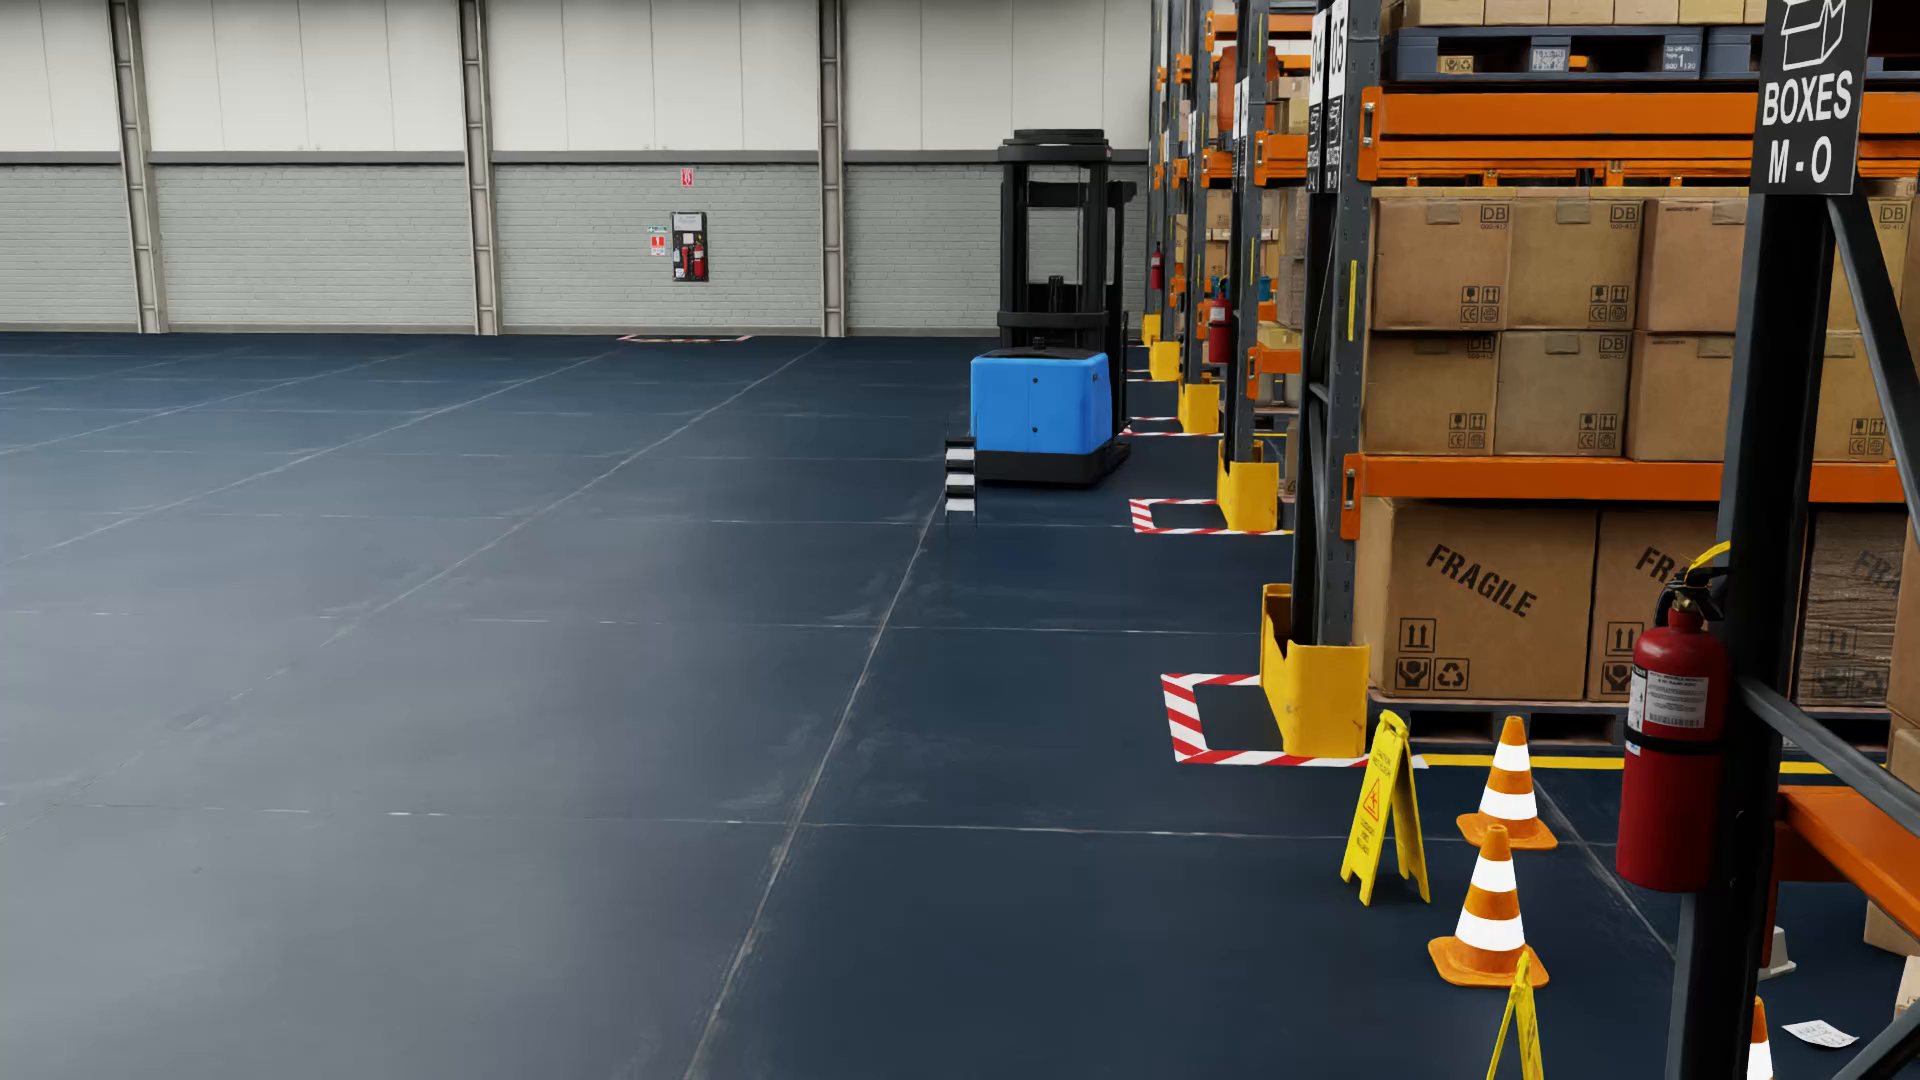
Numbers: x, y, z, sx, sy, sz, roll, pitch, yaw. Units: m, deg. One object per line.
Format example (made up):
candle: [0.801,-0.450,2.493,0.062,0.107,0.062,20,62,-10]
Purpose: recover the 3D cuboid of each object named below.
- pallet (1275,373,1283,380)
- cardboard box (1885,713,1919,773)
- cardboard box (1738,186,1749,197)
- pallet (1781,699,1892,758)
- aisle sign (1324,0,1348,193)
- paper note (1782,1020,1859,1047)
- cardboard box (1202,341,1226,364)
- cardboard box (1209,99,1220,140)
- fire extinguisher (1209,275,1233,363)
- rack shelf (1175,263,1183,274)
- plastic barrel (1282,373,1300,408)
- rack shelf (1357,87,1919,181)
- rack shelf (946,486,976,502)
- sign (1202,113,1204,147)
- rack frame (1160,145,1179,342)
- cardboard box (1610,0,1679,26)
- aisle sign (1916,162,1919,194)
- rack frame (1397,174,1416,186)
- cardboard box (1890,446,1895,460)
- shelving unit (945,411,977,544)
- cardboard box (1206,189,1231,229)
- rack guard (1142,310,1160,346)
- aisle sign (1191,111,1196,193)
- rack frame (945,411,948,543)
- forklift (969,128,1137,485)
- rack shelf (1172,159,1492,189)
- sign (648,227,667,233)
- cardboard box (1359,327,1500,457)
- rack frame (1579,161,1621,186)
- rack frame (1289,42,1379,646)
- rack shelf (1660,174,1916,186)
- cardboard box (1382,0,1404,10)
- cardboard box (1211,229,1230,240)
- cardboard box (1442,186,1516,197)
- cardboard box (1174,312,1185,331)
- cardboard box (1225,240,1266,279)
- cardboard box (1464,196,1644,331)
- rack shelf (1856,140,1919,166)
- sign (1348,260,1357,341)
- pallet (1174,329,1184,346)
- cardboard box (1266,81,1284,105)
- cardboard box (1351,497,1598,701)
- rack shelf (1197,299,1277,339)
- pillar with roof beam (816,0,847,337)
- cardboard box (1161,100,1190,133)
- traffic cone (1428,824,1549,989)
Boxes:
pallet: [4.738,-2.291,22.203,1.213,0.211,1.003,1,12,4]
cardboard box: [4.034,0.826,6.591,0.500,0.500,0.500,3,12,14]
cardboard box: [5.616,-2.230,11.691,0.500,0.500,0.500,1,12,4]
pallet: [3.677,0.738,7.725,1.213,0.211,1.003,1,12,4]
aisle sign: [1.570,-1.851,6.943,0.004,0.787,0.394,1,12,4]
paper note: [2.507,1.433,4.843,0.142,0.019,0.148,-3,12,-16]
cardboard box: [3.279,-2.482,21.996,0.500,0.250,0.500,1,12,4]
cardboard box: [3.331,-5.459,21.593,0.637,0.503,0.797,2,12,8]
fire extinguisher: [2.009,-1.709,12.800,0.183,0.674,0.296,1,12,4]
rack shelf: [5.081,-4.307,26.790,4.000,0.370,1.077,1,12,4]
plastic barrel: [3.586,-1.650,17.383,0.421,0.512,0.421,0,12,0]
rack shelf: [3.656,-1.728,7.133,4.000,0.370,1.077,1,12,4]
rack shelf: [0.008,-0.320,11.701,0.200,0.077,0.258,1,12,4]
sign: [2.383,-4.023,16.327,0.005,0.325,0.100,1,12,4]
rack frame: [2.758,-3.675,22.009,0.127,3.000,1.000,1,12,4]
cardboard box: [2.738,-2.158,6.778,0.250,0.149,0.380,1,12,4]
aisle sign: [1.348,-0.836,2.092,0.004,0.787,0.394,1,12,4]
rack frame: [7.077,-4.632,26.586,0.127,3.000,1.000,1,12,4]
cardboard box: [4.201,-0.695,7.397,0.550,0.550,0.875,1,12,4]
shelving unit: [0.008,-0.440,11.675,0.210,0.900,0.258,1,12,4]
cardboard box: [3.276,-4.349,21.820,0.500,0.500,0.700,1,12,4]
rack guard: [3.162,-3.462,27.098,0.348,0.500,1.175,1,12,4]
aisle sign: [2.332,-3.876,16.624,0.004,0.787,0.394,1,12,4]
rack frame: [-0.093,-0.442,11.682,0.006,0.900,0.240,1,12,4]
forklift: [0.956,-2.152,14.896,1.130,2.935,3.031,3,12,15]
rack shelf: [4.754,-4.763,21.645,4.000,0.370,1.077,1,12,4]
sign: [-5.149,-5.281,28.308,0.331,0.109,0.001,1,12,4]
cardboard box: [2.034,-0.717,7.502,0.550,0.550,0.875,1,12,4]
rack frame: [6.415,-2.608,16.910,0.127,3.000,1.000,1,12,4]
rack frame: [1.660,-0.639,7.497,0.127,3.000,1.000,1,12,4]
rack shelf: [13.063,-5.666,25.960,4.000,0.370,1.077,1,12,4]
cardboard box: [2.167,-2.484,7.363,0.500,0.250,0.500,1,12,4]
cardboard box: [3.399,-3.989,21.682,0.250,0.149,0.380,0,12,2]
cardboard box: [3.621,-2.257,11.819,0.500,0.500,0.500,1,12,4]
cardboard box: [3.770,-3.558,26.945,0.500,0.311,0.500,-1,12,-3]
cardboard box: [3.748,-3.708,21.926,0.500,0.500,0.700,1,12,5]
cardboard box: [2.583,-1.239,7.363,0.550,0.550,0.875,1,12,4]
rack shelf: [8.079,-2.685,11.709,4.000,0.370,1.077,1,12,4]
sign: [1.617,-0.988,6.859,0.005,0.325,0.100,1,12,4]
pallet: [3.970,-3.303,27.040,1.213,0.211,1.003,1,12,4]
cardboard box: [2.391,-3.301,12.289,0.250,0.149,0.380,1,12,4]
cardboard box: [2.341,0.191,7.692,0.875,0.875,0.875,1,12,4]
rack shelf: [4.419,-2.283,17.115,4.000,0.370,1.077,1,12,4]
pillar with roof beam: [-2.432,-6.993,23.220,0.400,9.000,9.100,1,12,4]
cardboard box: [3.454,-6.648,26.163,0.500,0.500,0.500,0,12,0]
traffic cone: [1.681,1.126,5.254,0.334,0.463,0.336,1,12,4]
